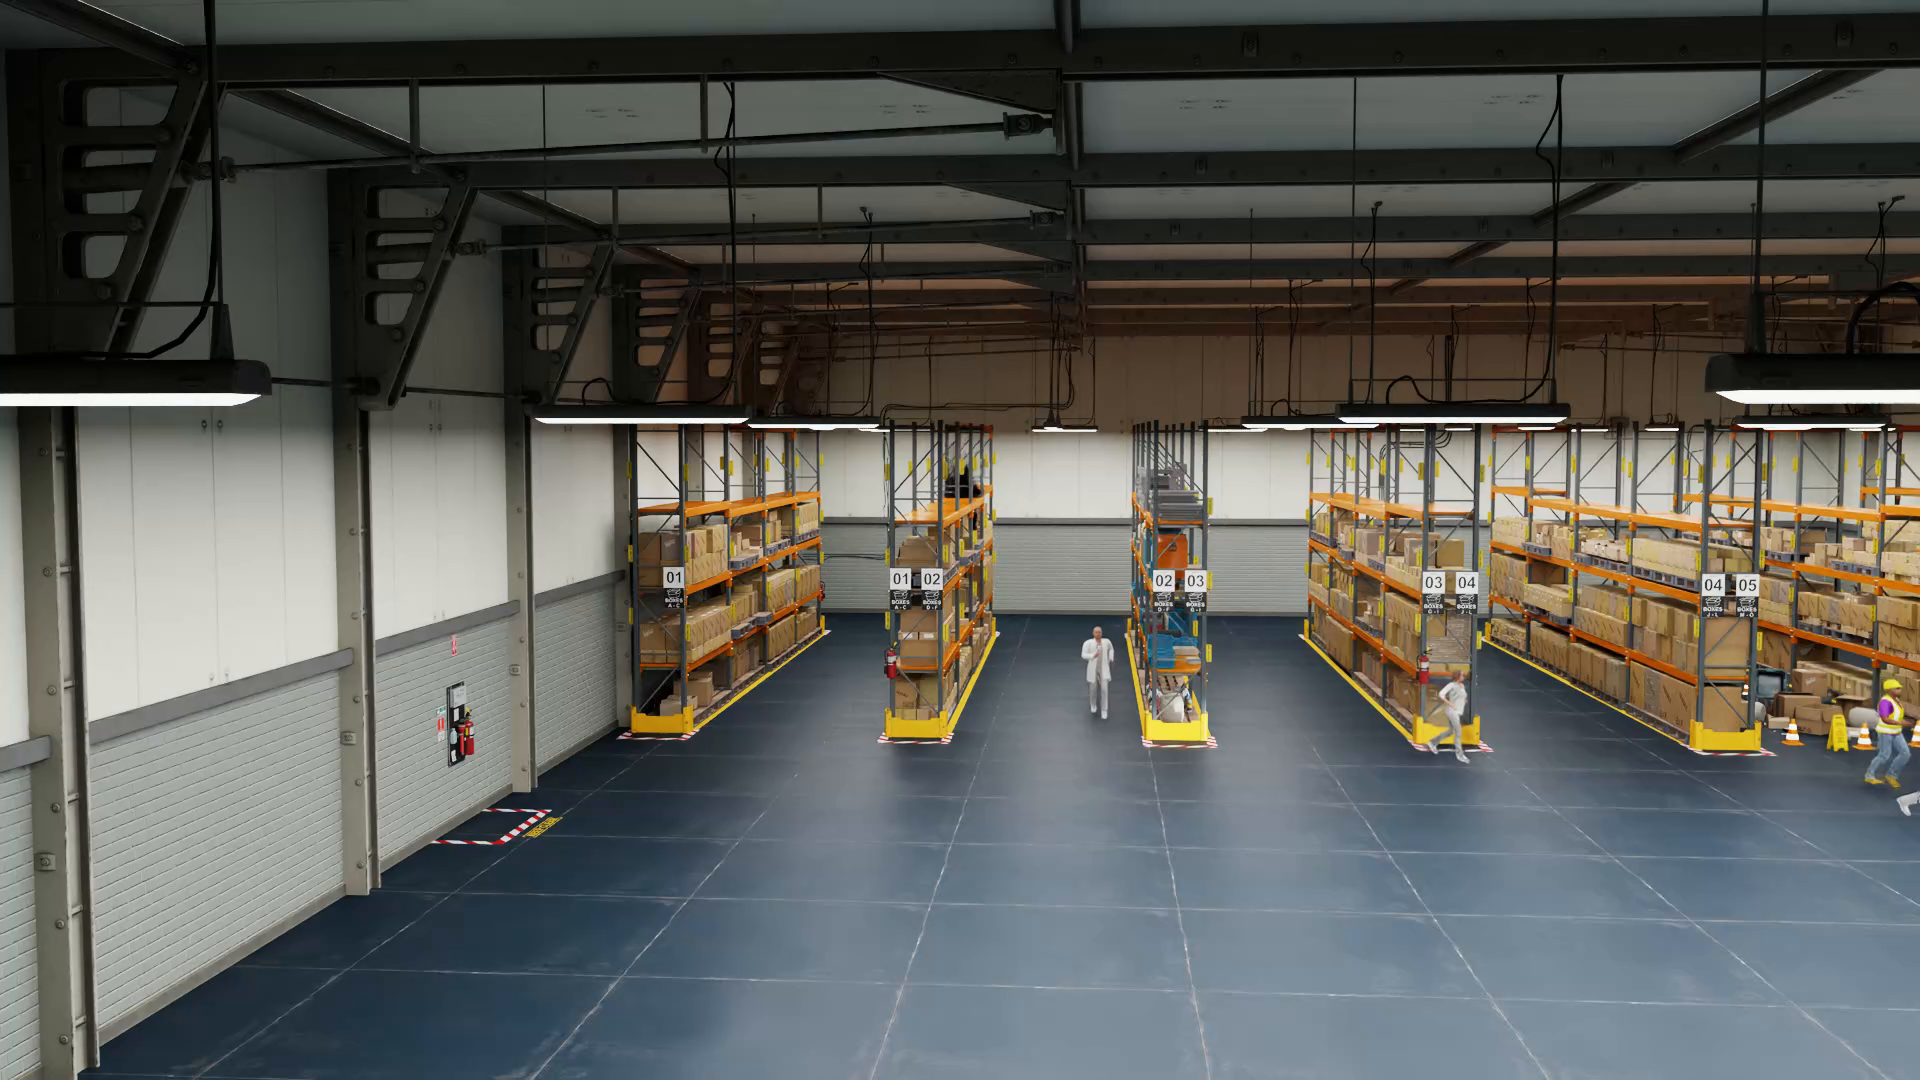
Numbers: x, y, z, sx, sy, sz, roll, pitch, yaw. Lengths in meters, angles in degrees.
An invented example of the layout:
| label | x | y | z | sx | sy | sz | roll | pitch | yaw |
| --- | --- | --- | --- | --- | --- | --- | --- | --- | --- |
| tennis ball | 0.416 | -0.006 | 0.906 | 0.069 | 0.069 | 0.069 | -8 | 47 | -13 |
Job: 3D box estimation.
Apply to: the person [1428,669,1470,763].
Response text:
| label | x | y | z | sx | sy | sz | roll | pitch | yaw |
| --- | --- | --- | --- | --- | --- | --- | --- | --- | --- |
| person | 8.723 | 3.079 | 29.425 | 0.825 | 1.597 | 0.550 | 3 | 5 | 42 |

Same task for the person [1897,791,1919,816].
| label | x | y | z | sx | sy | sz | roll | pitch | yaw |
| --- | --- | --- | --- | --- | --- | --- | --- | --- | --- |
| person | 14.285 | 3.348 | 24.440 | 0.831 | 1.698 | 0.560 | 3 | 5 | 41 |

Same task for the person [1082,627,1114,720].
| label | x | y | z | sx | sy | sz | roll | pitch | yaw |
| --- | --- | --- | --- | --- | --- | --- | --- | --- | --- |
| person | 2.809 | 2.676 | 33.857 | 0.678 | 1.829 | 0.924 | 0 | 4 | -1 |

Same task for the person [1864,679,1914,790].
| label | x | y | z | sx | sy | sz | roll | pitch | yaw |
| --- | --- | --- | --- | --- | --- | --- | --- | --- | --- |
| person | 15.043 | 3.152 | 26.863 | 0.721 | 1.814 | 0.733 | -3 | 5 | -39 |
